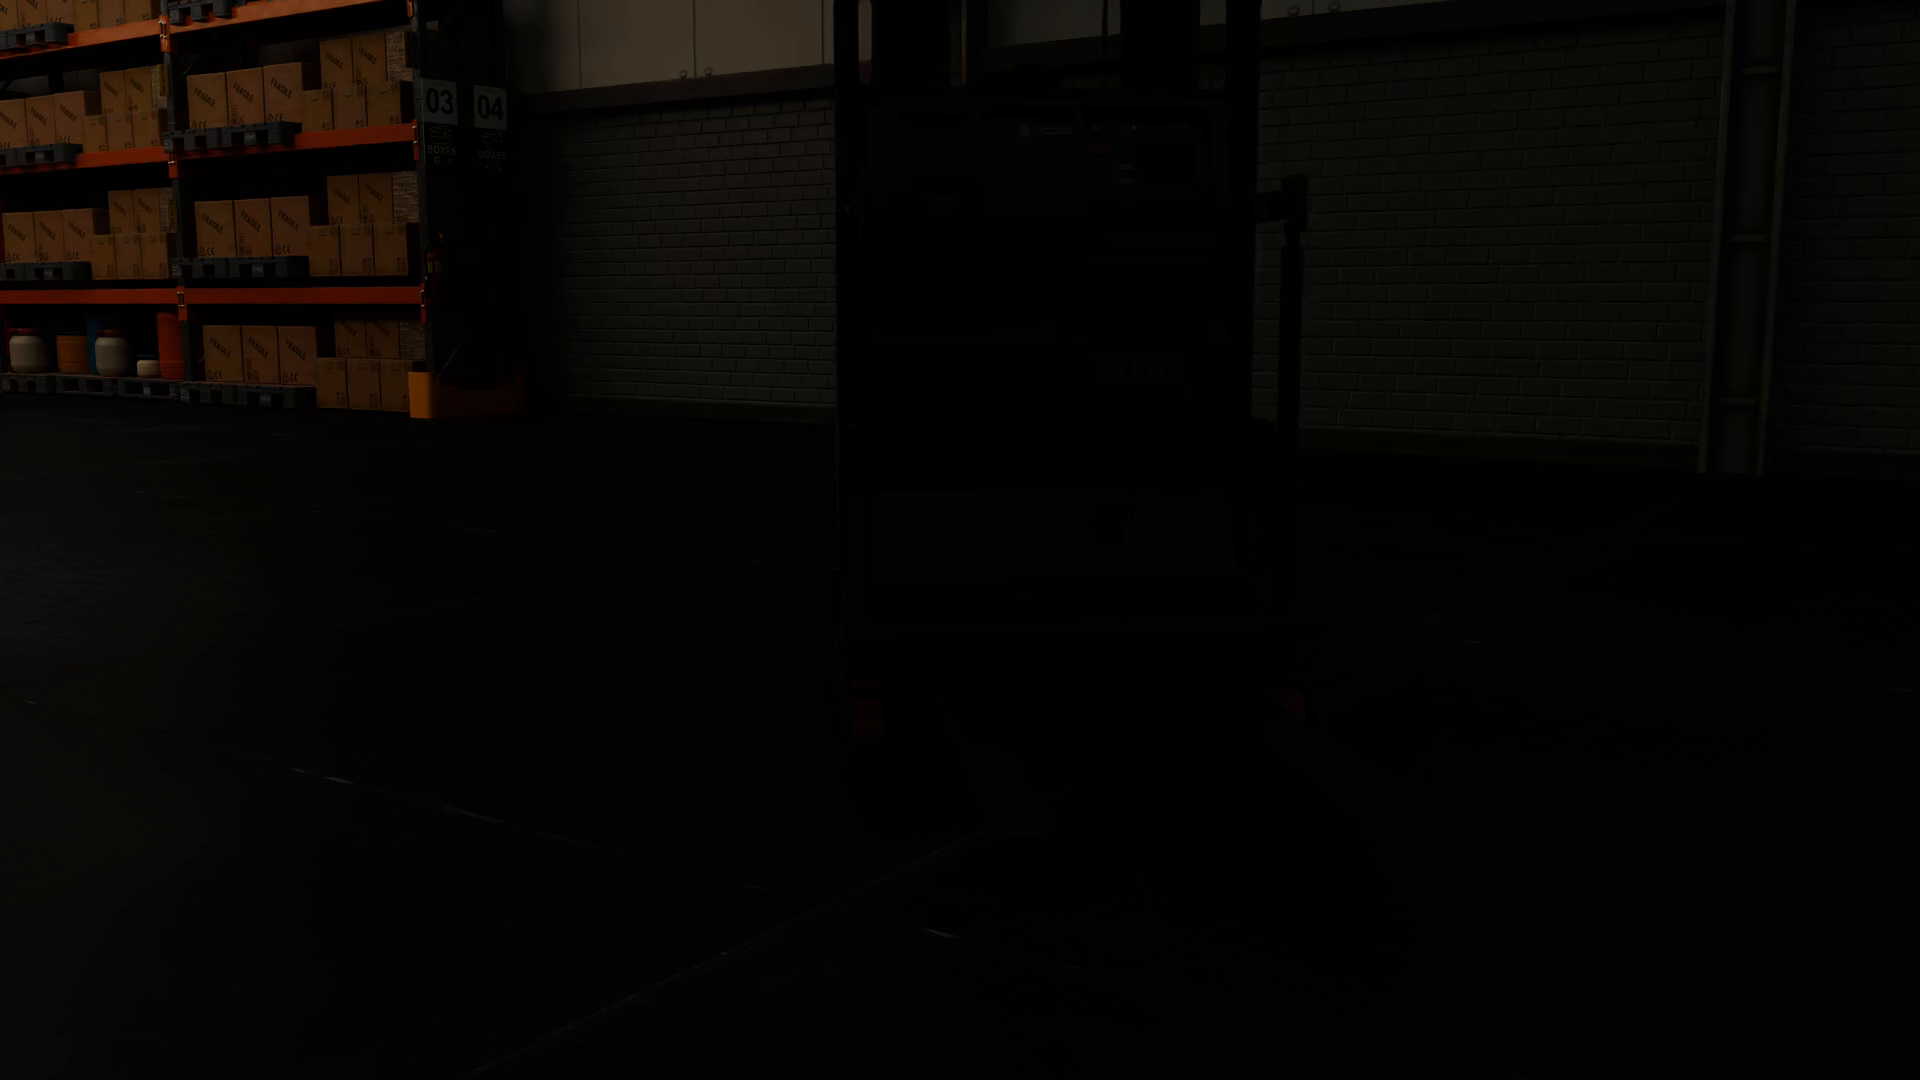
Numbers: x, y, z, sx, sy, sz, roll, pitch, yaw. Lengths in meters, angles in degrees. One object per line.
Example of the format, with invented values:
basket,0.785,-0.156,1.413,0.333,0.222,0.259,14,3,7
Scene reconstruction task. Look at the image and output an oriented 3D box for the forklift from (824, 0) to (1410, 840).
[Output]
forklift,0.249,-0.971,4.021,1.130,2.935,3.031,-1,8,-6
